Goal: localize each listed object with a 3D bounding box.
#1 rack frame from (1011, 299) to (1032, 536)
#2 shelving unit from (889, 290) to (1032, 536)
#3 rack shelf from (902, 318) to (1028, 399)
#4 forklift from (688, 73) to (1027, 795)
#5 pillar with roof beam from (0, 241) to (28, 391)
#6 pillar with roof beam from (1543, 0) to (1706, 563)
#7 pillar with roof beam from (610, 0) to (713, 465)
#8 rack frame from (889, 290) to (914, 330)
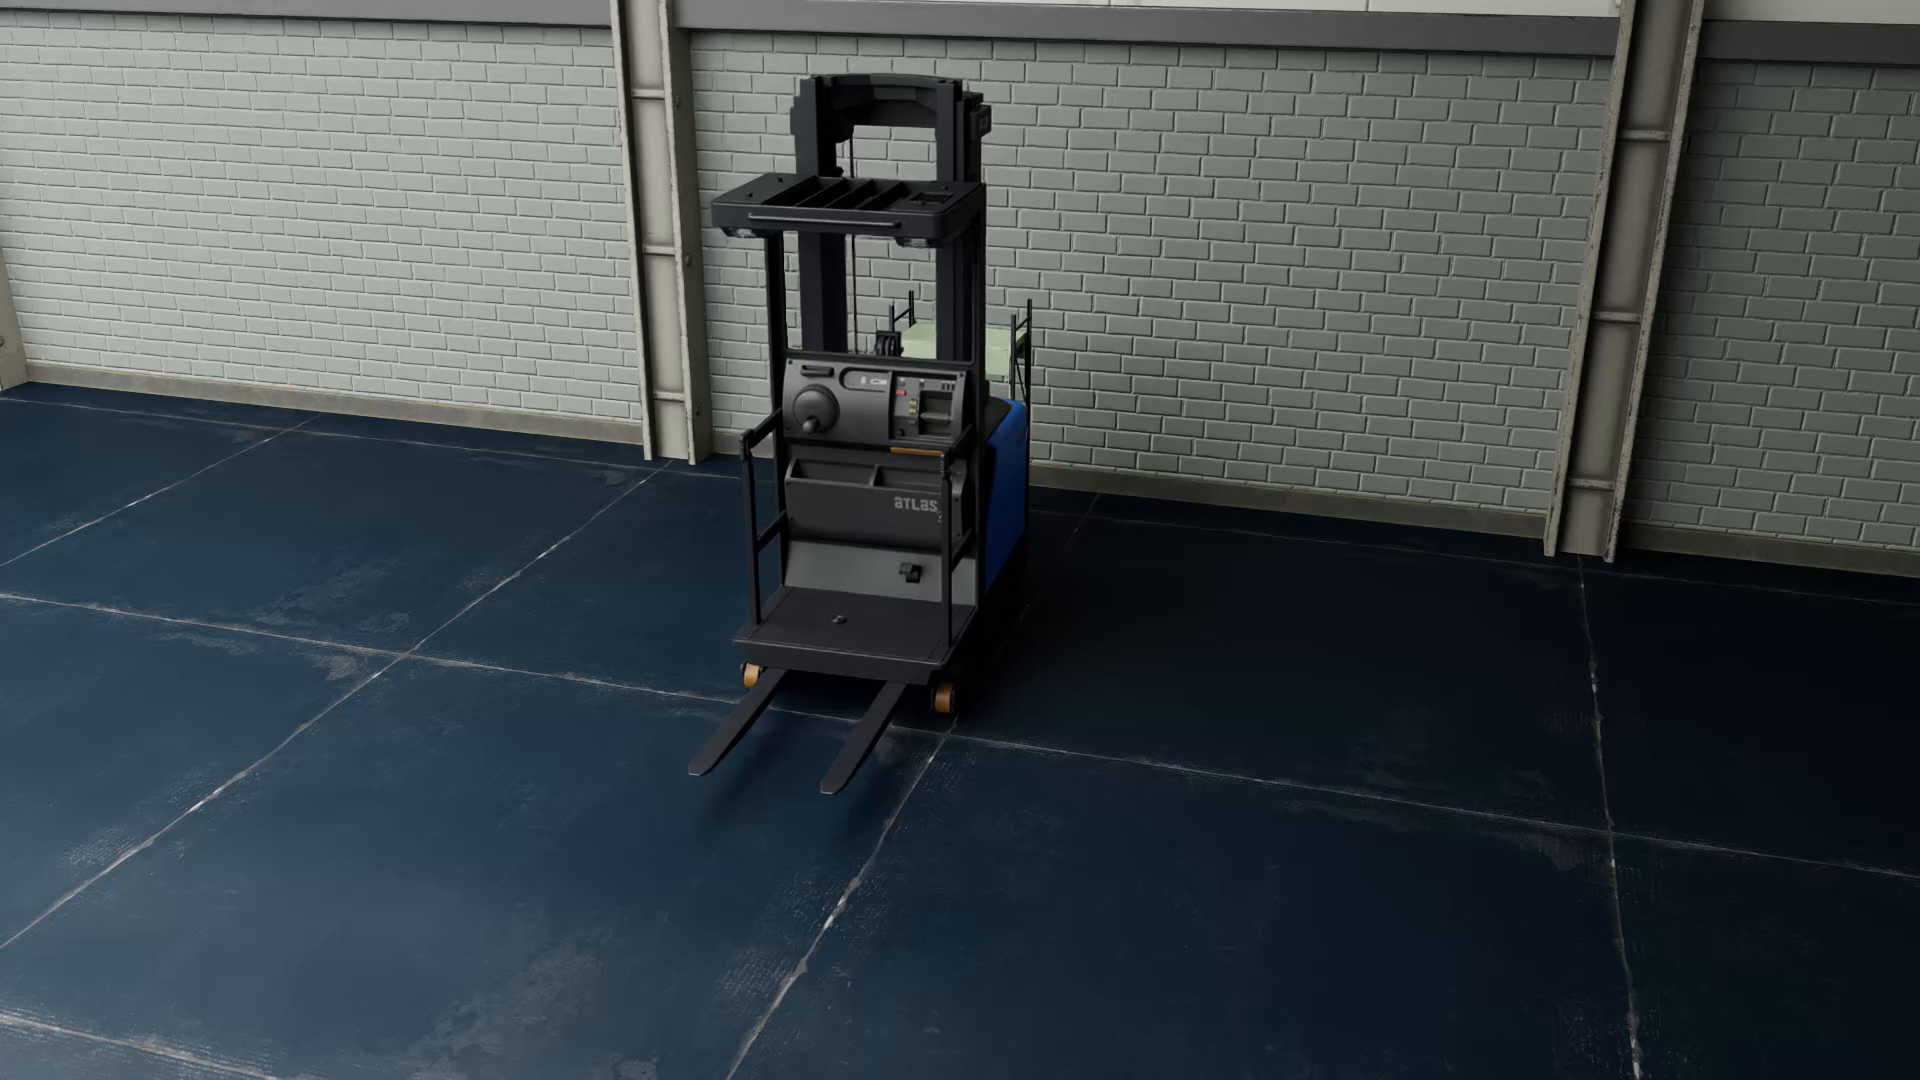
[{"bbox_3d":[0.357,-0.653,9.886,0.023,1.500,0.400,7,23,16],"label":"rack frame"},{"bbox_3d":[0.006,-0.693,9.984,0.755,1.500,0.431,7,23,16],"label":"shelving unit"},{"bbox_3d":[0.006,-1.054,9.836,0.720,0.370,0.431,7,23,16],"label":"rack shelf"},{"bbox_3d":[-0.477,-0.659,8.015,1.130,2.935,3.031,6,23,13],"label":"forklift"},{"bbox_3d":[-8.966,-3.856,7.813,0.400,9.000,9.100,7,23,16],"label":"pillar with roof beam"},{"bbox_3d":[2.522,-2.541,4.606,0.400,9.000,9.100,7,23,16],"label":"pillar with roof beam"},{"bbox_3d":[-3.222,-3.198,6.209,0.400,9.000,9.100,7,23,16],"label":"pillar with roof beam"},{"bbox_3d":[-0.344,-0.733,10.081,0.023,1.500,0.400,7,23,16],"label":"rack frame"}]
